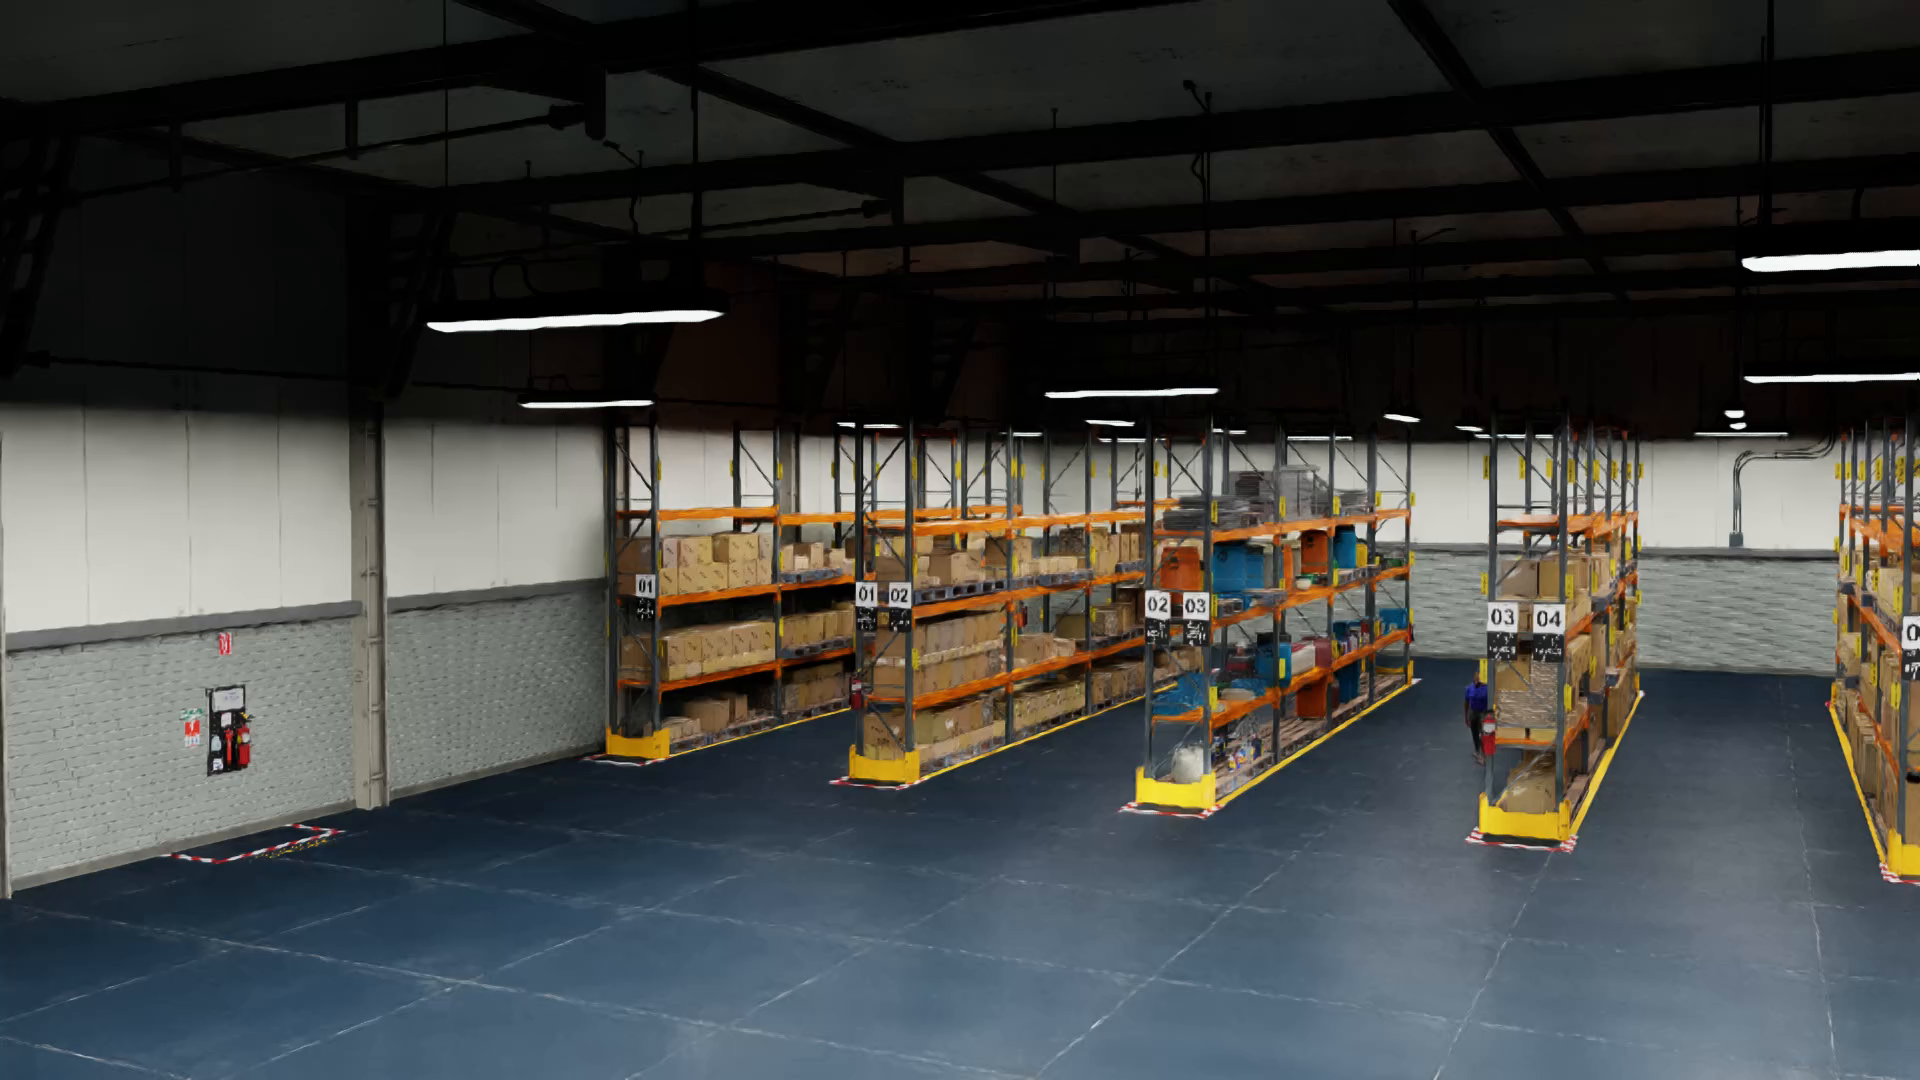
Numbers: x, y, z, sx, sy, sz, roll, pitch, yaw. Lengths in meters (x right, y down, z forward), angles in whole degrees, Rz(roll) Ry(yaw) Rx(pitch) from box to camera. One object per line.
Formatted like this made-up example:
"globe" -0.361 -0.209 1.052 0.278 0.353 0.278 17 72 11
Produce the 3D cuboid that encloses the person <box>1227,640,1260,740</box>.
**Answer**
"person" 5.016 2.661 29.462 0.625 1.787 0.719 1 2 12

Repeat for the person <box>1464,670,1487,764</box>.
"person" 8.868 2.998 28.490 0.447 1.574 1.088 1 3 28
